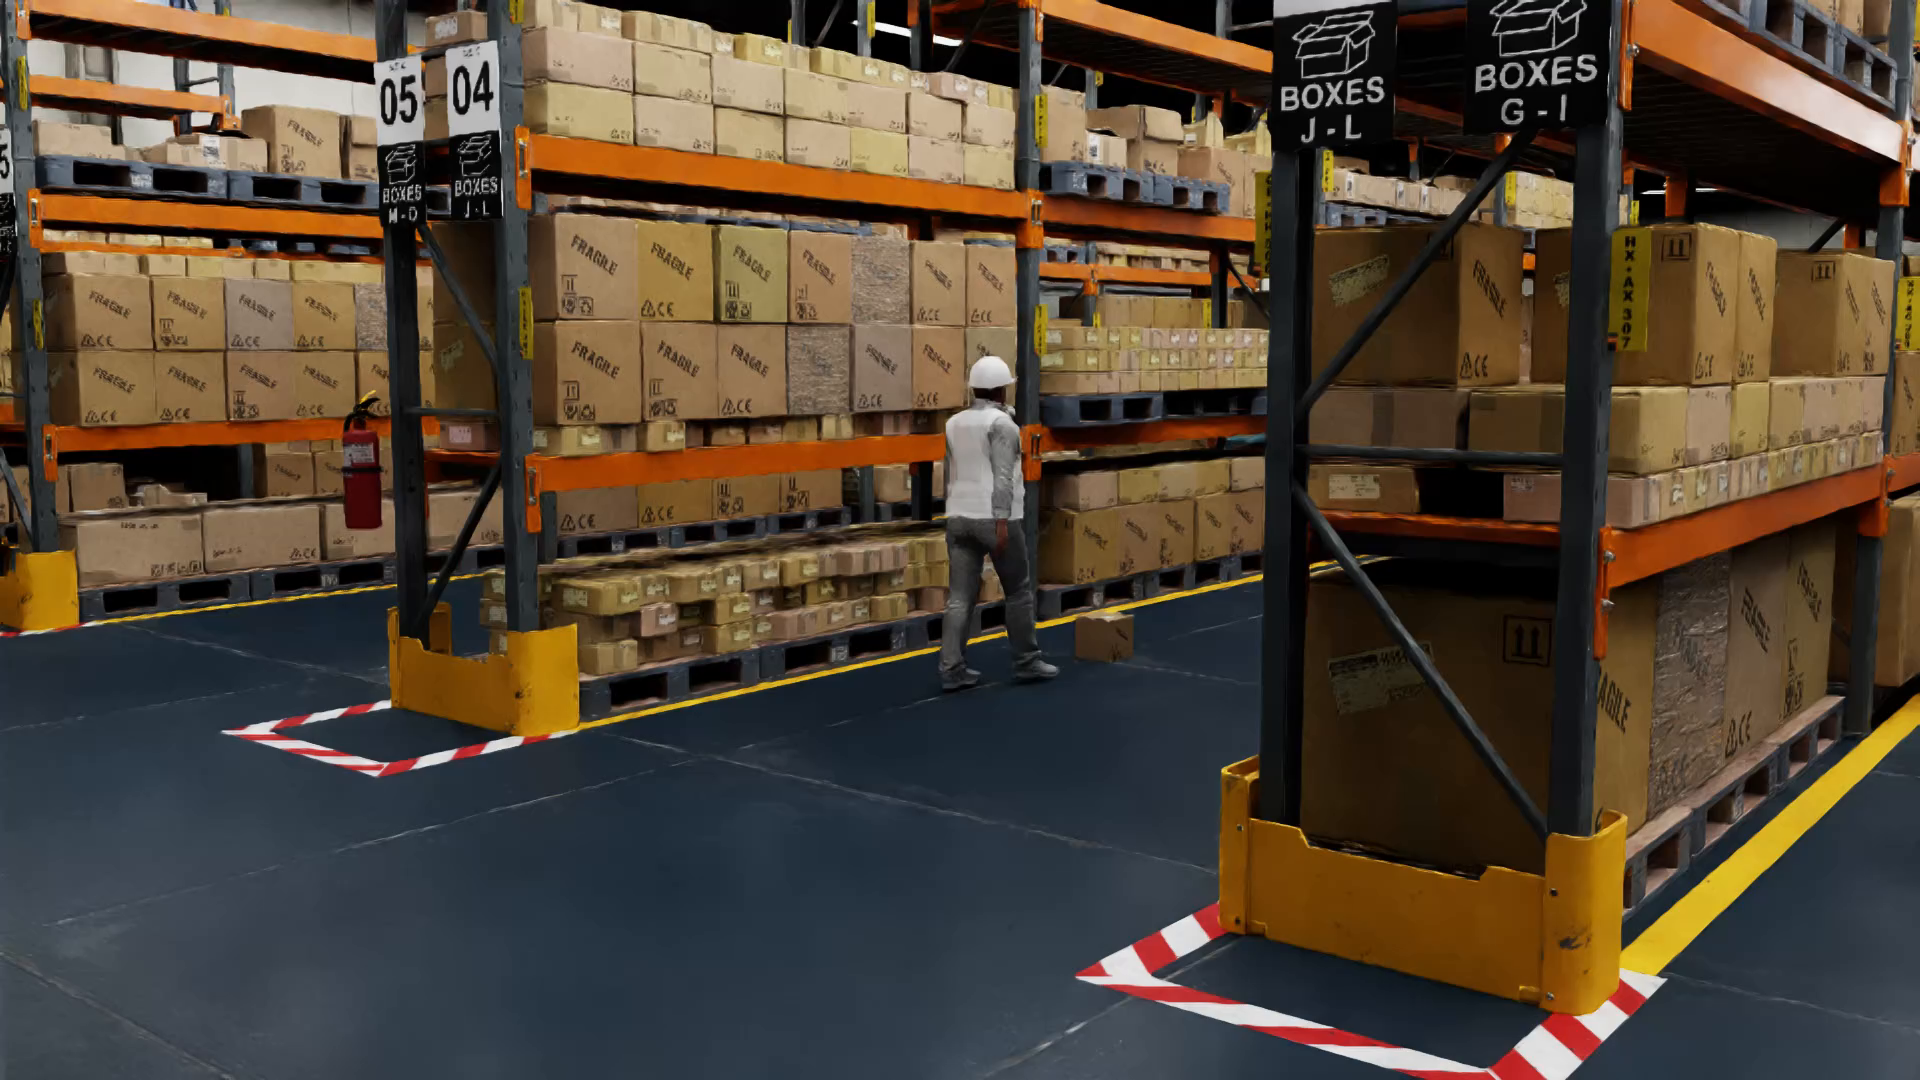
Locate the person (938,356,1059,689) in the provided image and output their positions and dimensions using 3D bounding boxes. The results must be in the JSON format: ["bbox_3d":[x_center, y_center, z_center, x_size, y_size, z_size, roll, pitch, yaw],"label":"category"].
[{"bbox_3d":[0.147,-0.112,8.980,0.537,1.757,0.727,5,8,37],"label":"person"}]
